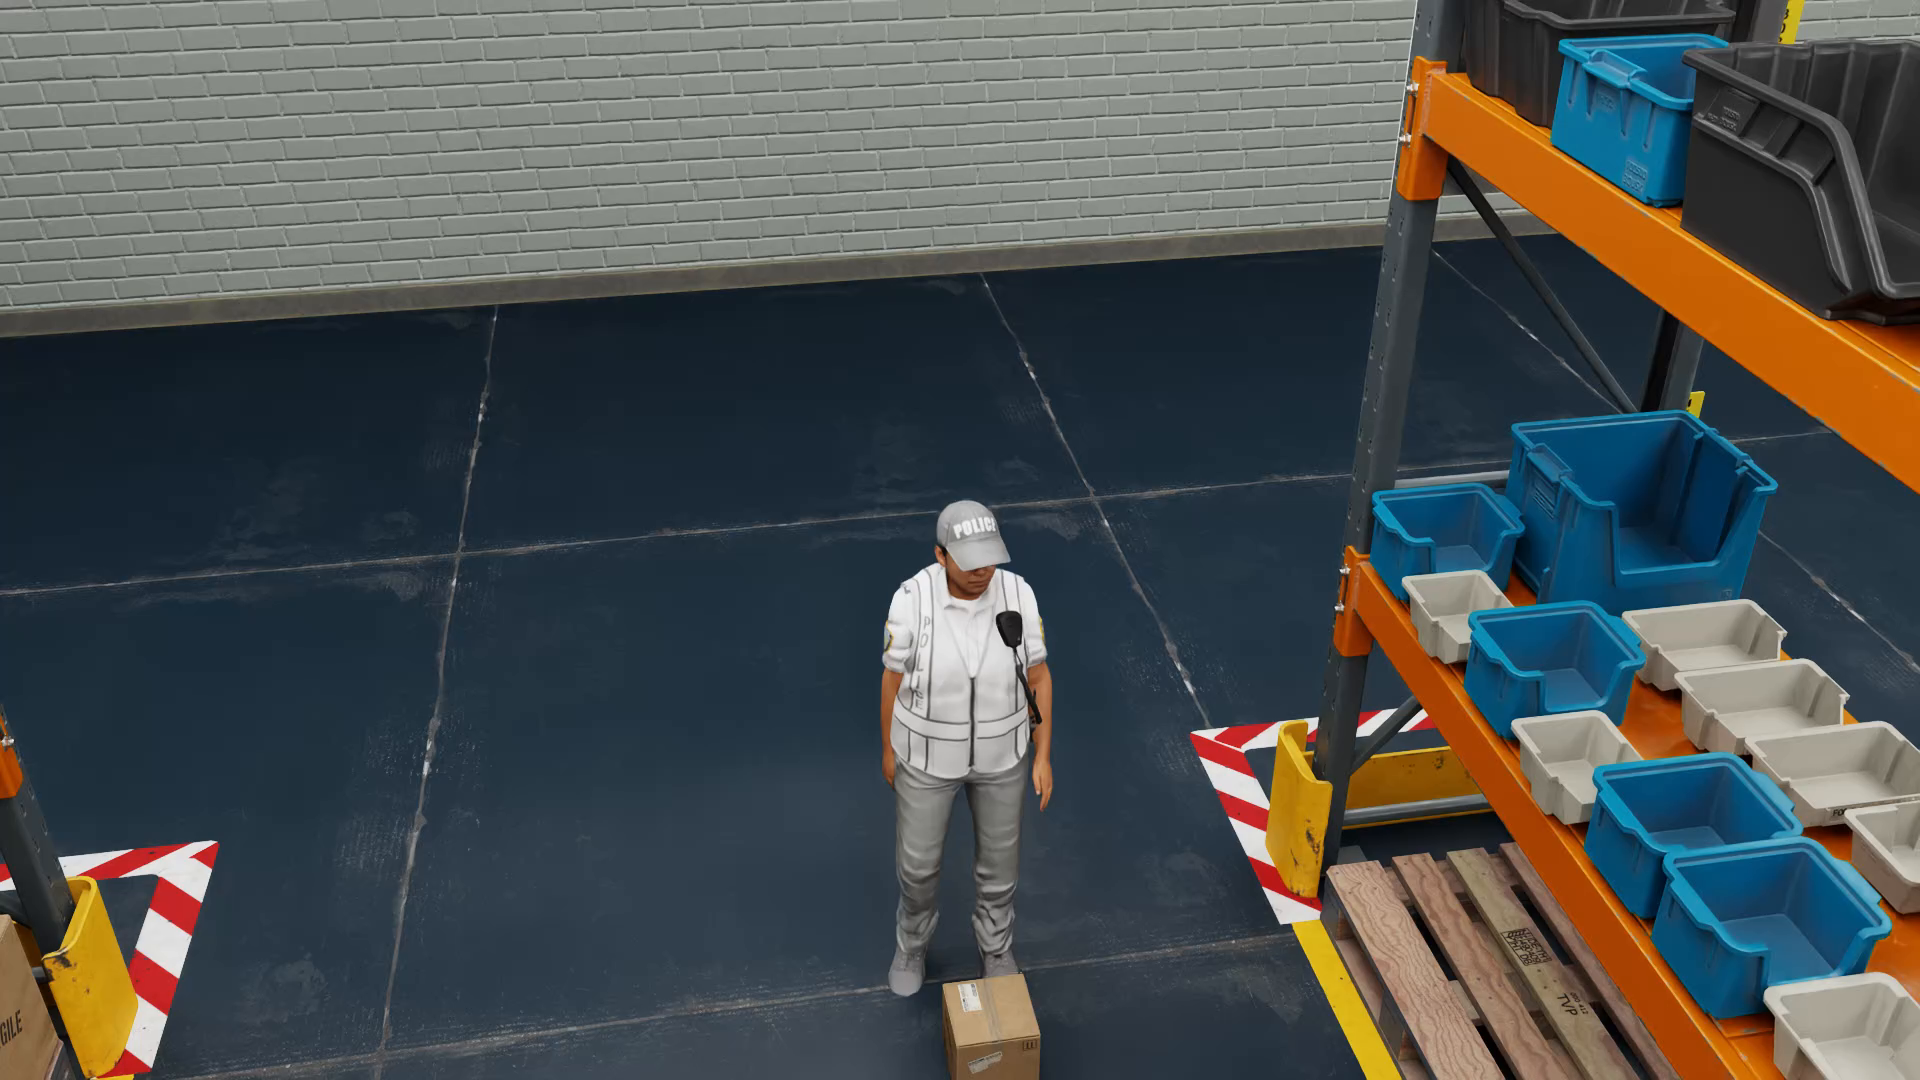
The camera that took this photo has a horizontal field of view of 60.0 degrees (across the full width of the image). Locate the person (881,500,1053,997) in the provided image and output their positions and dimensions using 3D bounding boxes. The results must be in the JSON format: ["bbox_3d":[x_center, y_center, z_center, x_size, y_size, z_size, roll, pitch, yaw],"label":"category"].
[{"bbox_3d":[0.017,0.683,5.019,0.528,1.725,0.436,-5,31,-9],"label":"person"}]
